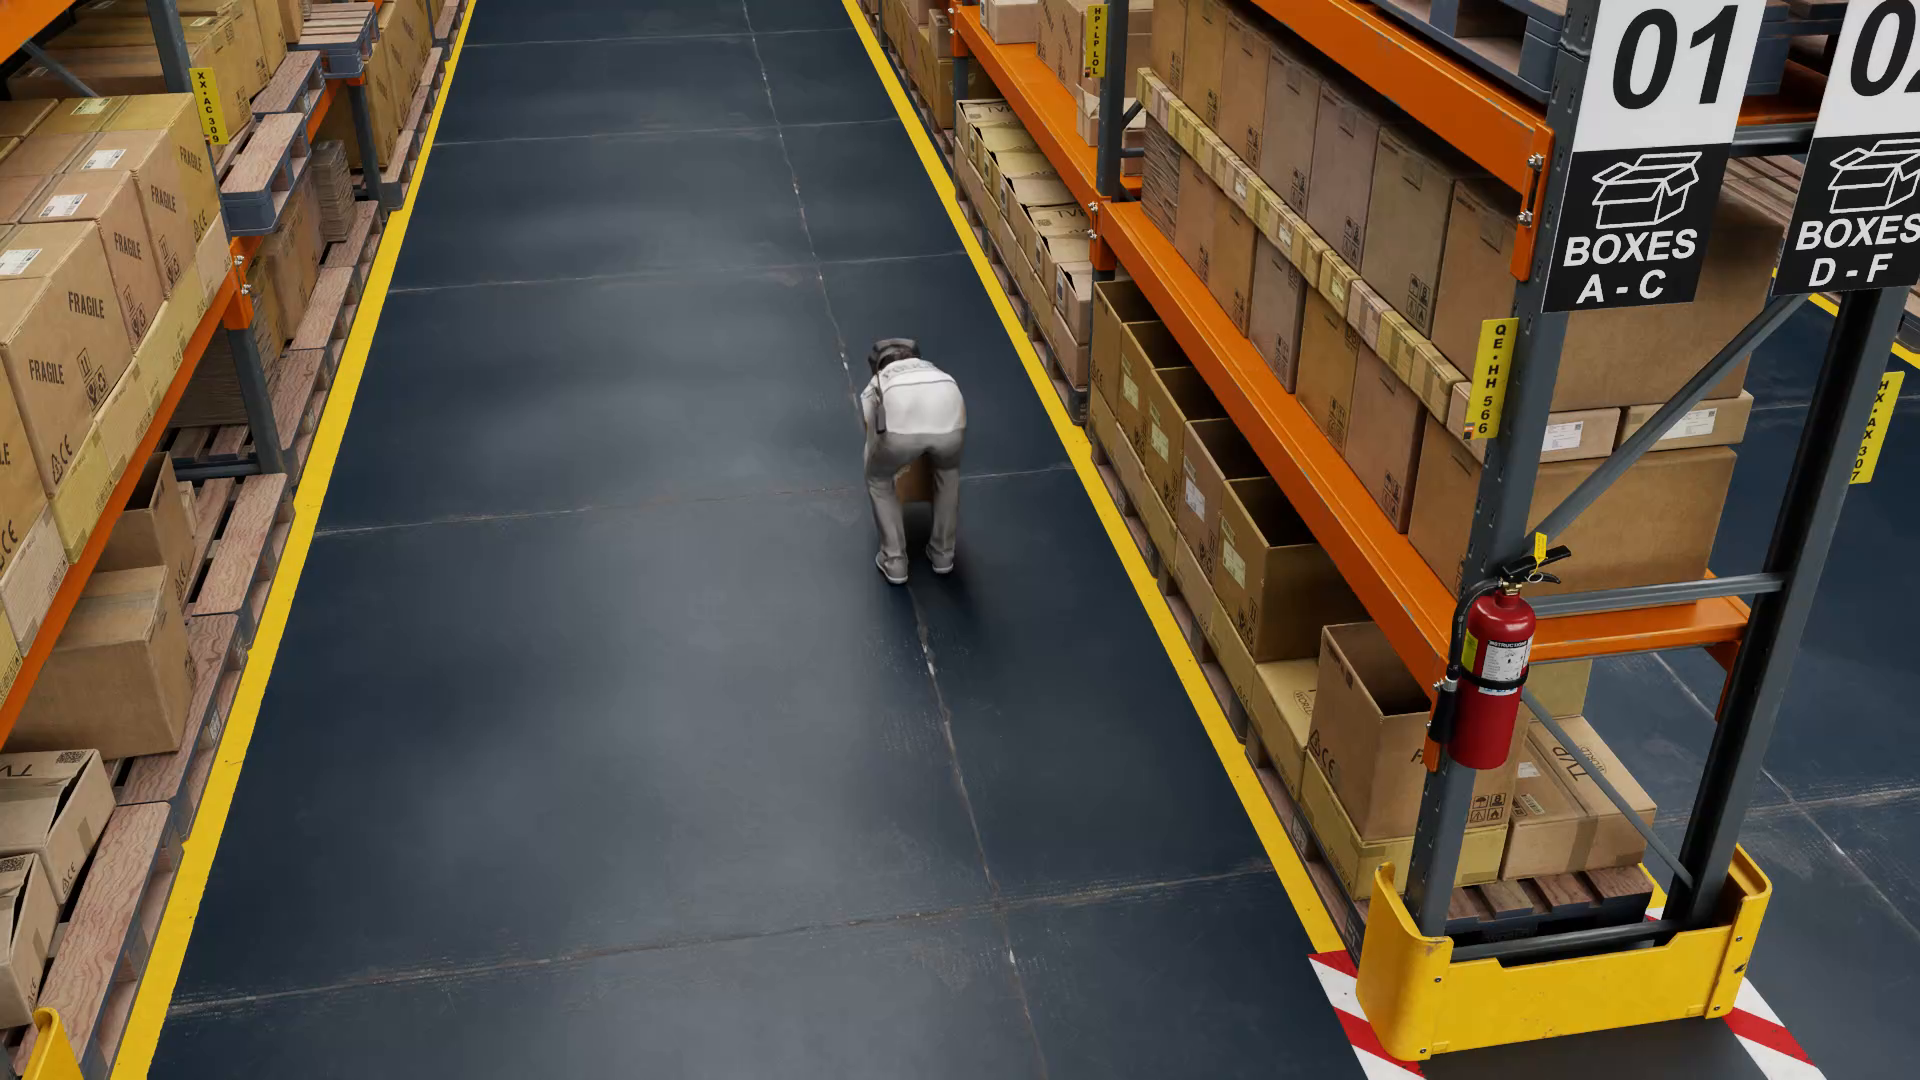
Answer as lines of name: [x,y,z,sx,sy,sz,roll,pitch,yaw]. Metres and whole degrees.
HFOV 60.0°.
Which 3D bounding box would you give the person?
person: [-0.227,-0.384,7.440,0.434,0.983,0.907,-6,31,-11]
